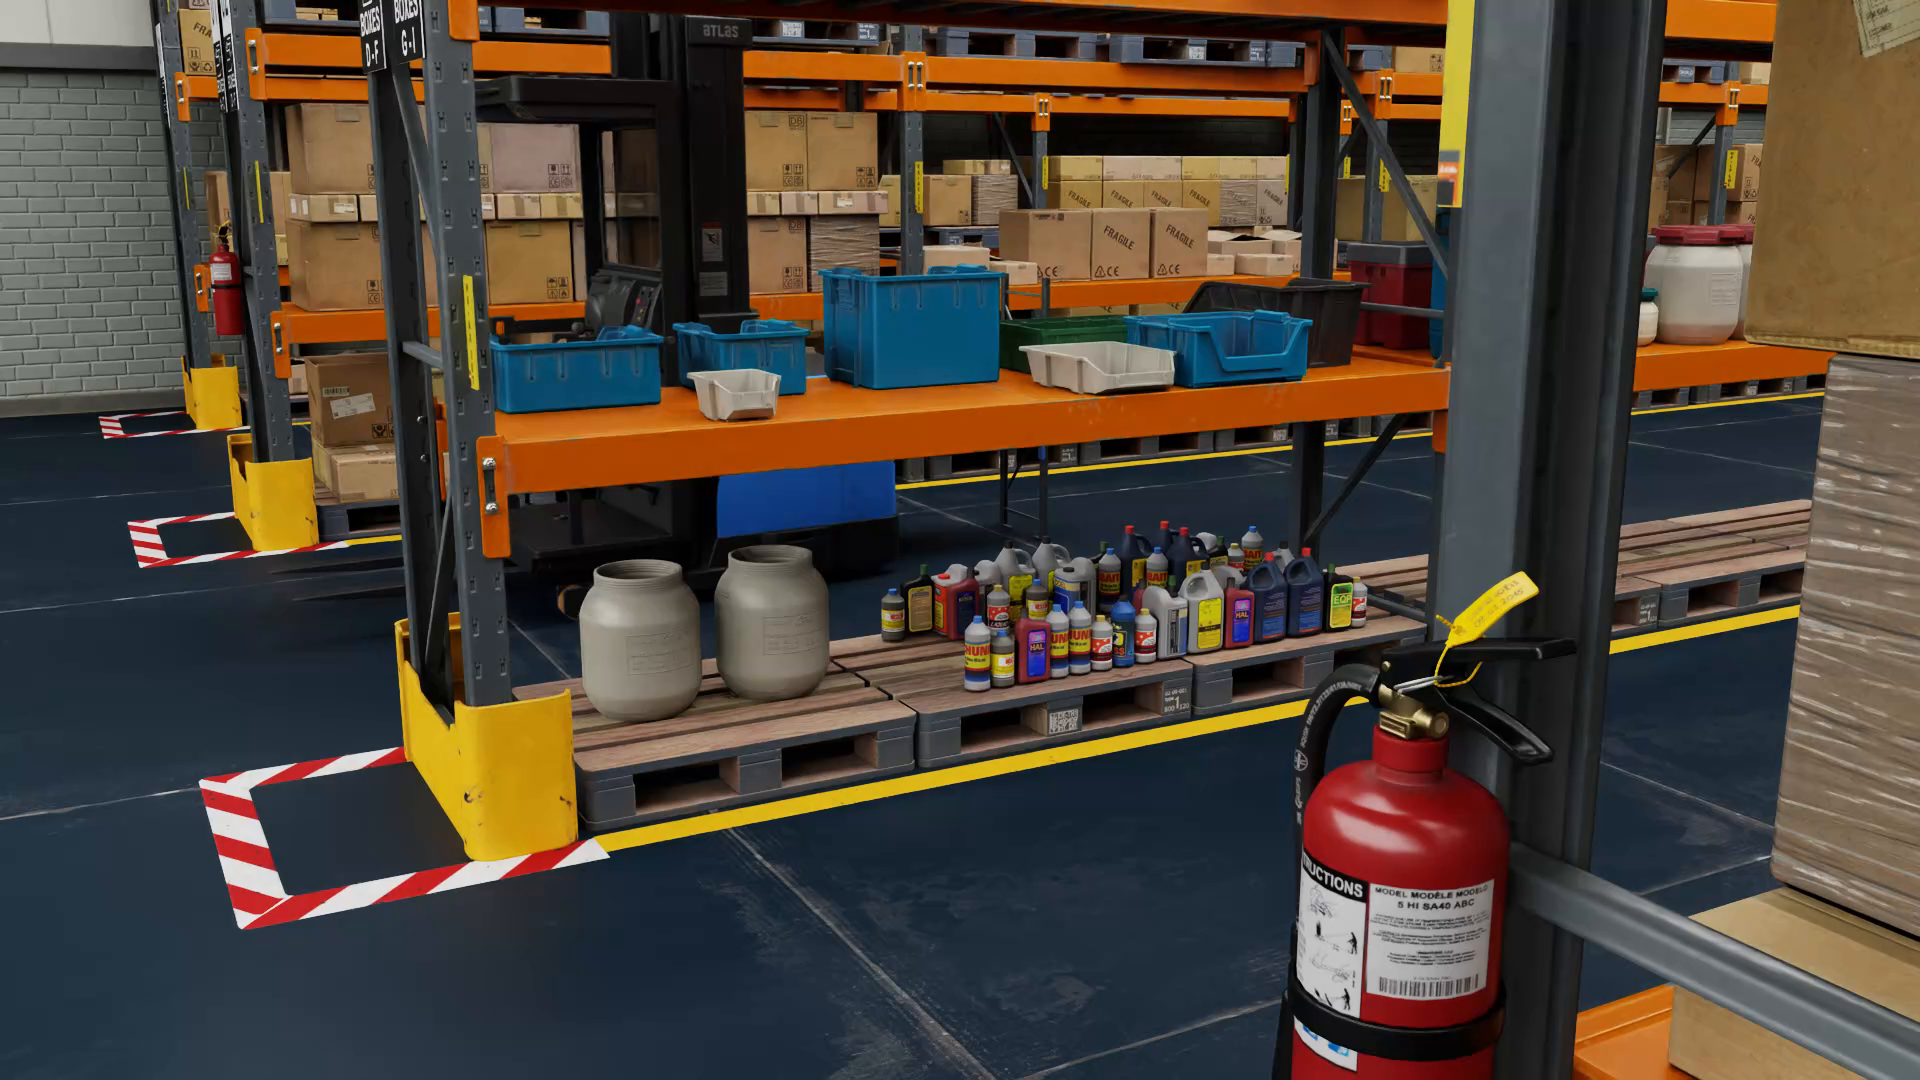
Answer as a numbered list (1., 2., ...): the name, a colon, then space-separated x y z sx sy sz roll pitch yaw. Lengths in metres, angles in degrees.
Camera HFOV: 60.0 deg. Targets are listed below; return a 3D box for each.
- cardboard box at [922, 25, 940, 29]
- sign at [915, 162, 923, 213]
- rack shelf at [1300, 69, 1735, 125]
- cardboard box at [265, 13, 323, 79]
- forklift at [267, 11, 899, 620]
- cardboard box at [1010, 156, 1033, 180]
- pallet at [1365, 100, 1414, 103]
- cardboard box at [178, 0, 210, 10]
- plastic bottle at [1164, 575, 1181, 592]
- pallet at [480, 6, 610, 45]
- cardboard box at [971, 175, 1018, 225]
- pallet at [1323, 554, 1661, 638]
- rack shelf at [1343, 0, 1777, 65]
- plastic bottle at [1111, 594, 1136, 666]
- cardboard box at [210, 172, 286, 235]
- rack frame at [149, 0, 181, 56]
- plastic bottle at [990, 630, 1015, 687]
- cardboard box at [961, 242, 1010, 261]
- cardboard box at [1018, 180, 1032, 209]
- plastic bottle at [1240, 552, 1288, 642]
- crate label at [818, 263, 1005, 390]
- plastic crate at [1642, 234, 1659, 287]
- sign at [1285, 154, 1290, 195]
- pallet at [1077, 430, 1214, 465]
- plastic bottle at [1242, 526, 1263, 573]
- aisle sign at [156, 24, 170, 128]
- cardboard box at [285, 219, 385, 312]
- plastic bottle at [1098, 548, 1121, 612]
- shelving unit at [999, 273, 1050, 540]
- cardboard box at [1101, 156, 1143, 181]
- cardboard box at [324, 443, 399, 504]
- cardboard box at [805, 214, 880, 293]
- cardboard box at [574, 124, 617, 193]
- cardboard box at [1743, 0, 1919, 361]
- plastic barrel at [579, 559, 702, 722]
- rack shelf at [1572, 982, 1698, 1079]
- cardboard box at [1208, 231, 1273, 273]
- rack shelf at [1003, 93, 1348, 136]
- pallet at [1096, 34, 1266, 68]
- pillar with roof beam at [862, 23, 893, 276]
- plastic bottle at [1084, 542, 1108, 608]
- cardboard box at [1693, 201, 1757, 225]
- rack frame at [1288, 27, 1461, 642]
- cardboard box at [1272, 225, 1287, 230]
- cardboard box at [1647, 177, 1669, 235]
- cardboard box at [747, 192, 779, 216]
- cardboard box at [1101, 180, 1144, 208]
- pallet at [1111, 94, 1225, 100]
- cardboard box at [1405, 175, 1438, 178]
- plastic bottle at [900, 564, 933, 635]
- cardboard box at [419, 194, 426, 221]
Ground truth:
1. cardboard box: 0.010 -3.606 11.353 0.500 0.250 0.500 -5 14 -22
2. sign: -0.268 -2.302 10.854 0.005 0.325 0.100 -7 14 -28
3. rack shelf: 4.731 -3.691 13.987 4.000 0.370 1.077 -7 14 -28
4. cardboard box: -5.521 -4.040 13.623 0.500 0.500 0.500 -6 14 -24
5. forklift: -1.850 -1.181 8.181 3.031 2.935 1.130 -8 15 -31
6. cardboard box: 0.873 -3.990 17.848 0.500 0.250 0.500 -6 14 -26
7. pallet: 4.833 -5.248 19.466 1.213 0.211 1.003 -7 14 -28
8. cardboard box: -5.968 -4.485 13.323 0.500 0.500 0.500 -8 15 -32
9. plastic bottle: 0.884 0.278 6.726 0.133 0.283 0.061 -7 14 -28
10. pallet: -2.341 -3.146 10.125 1.213 0.211 1.003 -7 14 -28
11. cardboard box: 0.191 -3.535 17.255 0.500 0.500 0.700 -9 15 -34
12. pallet: 2.506 0.277 7.895 1.213 0.211 1.003 -7 14 -28
13. rack shelf: 3.590 -2.316 7.873 4.000 0.370 1.077 -7 14 -28
14. plastic bottle: 0.631 0.346 6.453 0.097 0.271 0.097 0 13 0
15. cardboard box: -5.860 -2.776 13.700 0.500 0.500 0.500 -7 14 -28
16. rack frame: -6.423 -5.408 13.144 0.127 3.000 1.000 -7 14 -28
17. plastic bottle: 0.156 0.437 6.207 0.097 0.201 0.097 0 13 0
18. cardboard box: 0.149 -2.010 12.015 0.258 0.266 0.396 -7 15 -29
19. cardboard box: 0.887 -3.627 17.943 0.500 0.500 0.500 -7 14 -28
20. plastic bottle: 1.239 0.228 6.794 0.185 0.351 0.144 -8 15 -31
21. crate label: -0.190 -0.835 6.407 0.616 0.435 0.502 -7 14 -28
22. plastic crate: 3.781 -1.334 8.558 0.583 0.464 0.402 -7 14 -28
23. sign: 2.708 -2.998 13.644 0.005 0.325 0.100 -7 14 -28
24. pallet: 1.165 -0.802 12.690 1.213 0.211 1.003 -7 14 -28
25. plastic bottle: 1.345 0.073 7.667 0.097 0.271 0.097 0 13 0
26. aisle sign: -6.342 -3.684 13.227 0.004 0.787 0.394 -7 14 -28
27. cardboard box: -3.630 -1.622 9.759 0.500 0.500 0.700 -7 14 -28
28. plastic bottle: 0.651 0.171 7.229 0.097 0.271 0.097 0 13 0
29. shelving unit: -0.075 -0.723 9.405 1.048 1.500 0.538 -7 14 -28
30. cardboard box: 1.592 -3.947 17.658 0.500 0.250 0.500 -7 14 -29
31. cardboard box: -3.469 -0.404 9.878 0.500 0.250 0.500 -7 14 -28
32. cardboard box: -0.922 -1.949 11.209 0.500 0.500 0.700 -7 15 -29
33. cardboard box: -2.243 -2.423 10.362 0.500 0.500 0.700 -7 14 -28
34. cardboard box: 1.062 -0.405 1.393 0.500 0.500 0.500 -7 14 -28
35. plastic barrel: -1.135 0.353 5.919 0.421 0.512 0.421 0 13 0
36. rack shelf: 2.453 0.523 2.092 4.000 0.370 1.077 -7 14 -28
37. cardboard box: 2.098 -2.268 13.060 0.500 0.311 0.500 -7 14 -29
38. rack shelf: 2.354 -4.646 18.227 4.000 0.370 1.077 -7 14 -28
39. pallet: 1.443 -3.533 12.074 1.213 0.211 1.003 -6 14 -25
40. pillar with roof beam: 1.106 -5.450 13.330 0.400 9.000 9.100 -7 14 -28
41. plastic bottle: 0.597 0.152 7.287 0.133 0.283 0.061 -6 14 -25
42. cardboard box: 7.065 -2.839 15.166 0.500 0.500 0.500 -6 14 -26
43. rack frame: 1.835 -0.993 7.189 0.127 3.000 1.000 -7 14 -28
44. cardboard box: 3.490 -3.491 18.816 0.250 0.149 0.380 -6 14 -26
45. cardboard box: 5.964 -3.036 15.085 0.700 0.500 0.500 11 17 41
46. cardboard box: -1.348 -2.162 10.677 0.250 0.149 0.380 -7 14 -28
47. cardboard box: 1.612 -3.582 17.741 0.500 0.500 0.500 -6 14 -26
48. pallet: 2.119 -4.890 18.105 1.213 0.211 1.003 -6 14 -25
49. cardboard box: 5.237 -4.020 19.955 0.700 0.700 0.980 -7 15 -29
50. plastic bottle: -0.180 0.245 6.873 0.133 0.283 0.061 -6 14 -26
51. cardboard box: -3.148 -1.946 9.720 0.250 0.149 0.380 -7 14 -28
